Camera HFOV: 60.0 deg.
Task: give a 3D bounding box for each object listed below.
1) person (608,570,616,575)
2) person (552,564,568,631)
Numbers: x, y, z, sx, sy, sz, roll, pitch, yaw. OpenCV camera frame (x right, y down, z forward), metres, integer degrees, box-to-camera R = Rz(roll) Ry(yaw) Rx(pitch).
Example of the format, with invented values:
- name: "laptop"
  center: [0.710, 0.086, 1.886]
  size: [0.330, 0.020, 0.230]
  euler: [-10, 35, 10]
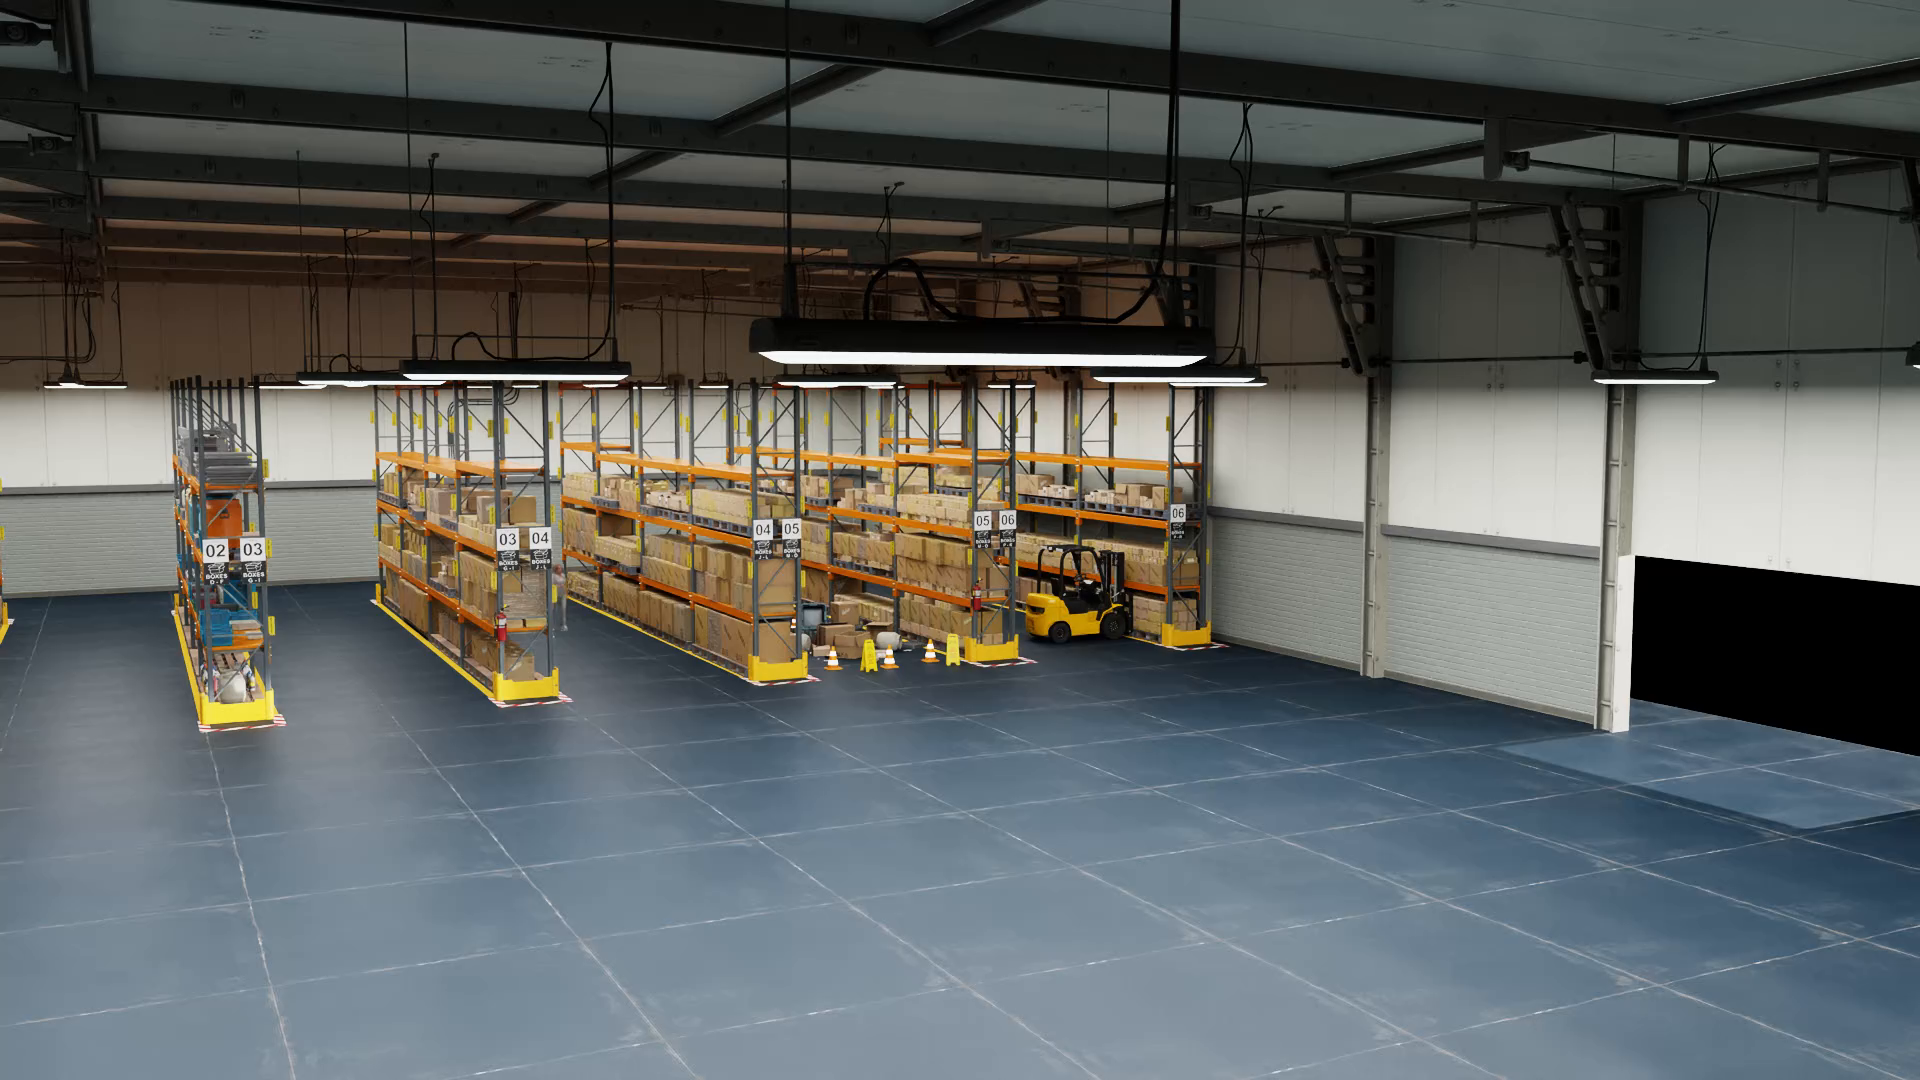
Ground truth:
- name: "person"
  center: [-10.214, 0.538, 48.635]
  size: [0.806, 1.788, 0.626]
  euler: [3, 6, 28]
- name: "person"
  center: [-9.652, 1.357, 39.906]
  size: [0.537, 1.586, 0.881]
  euler: [-4, 7, -41]
